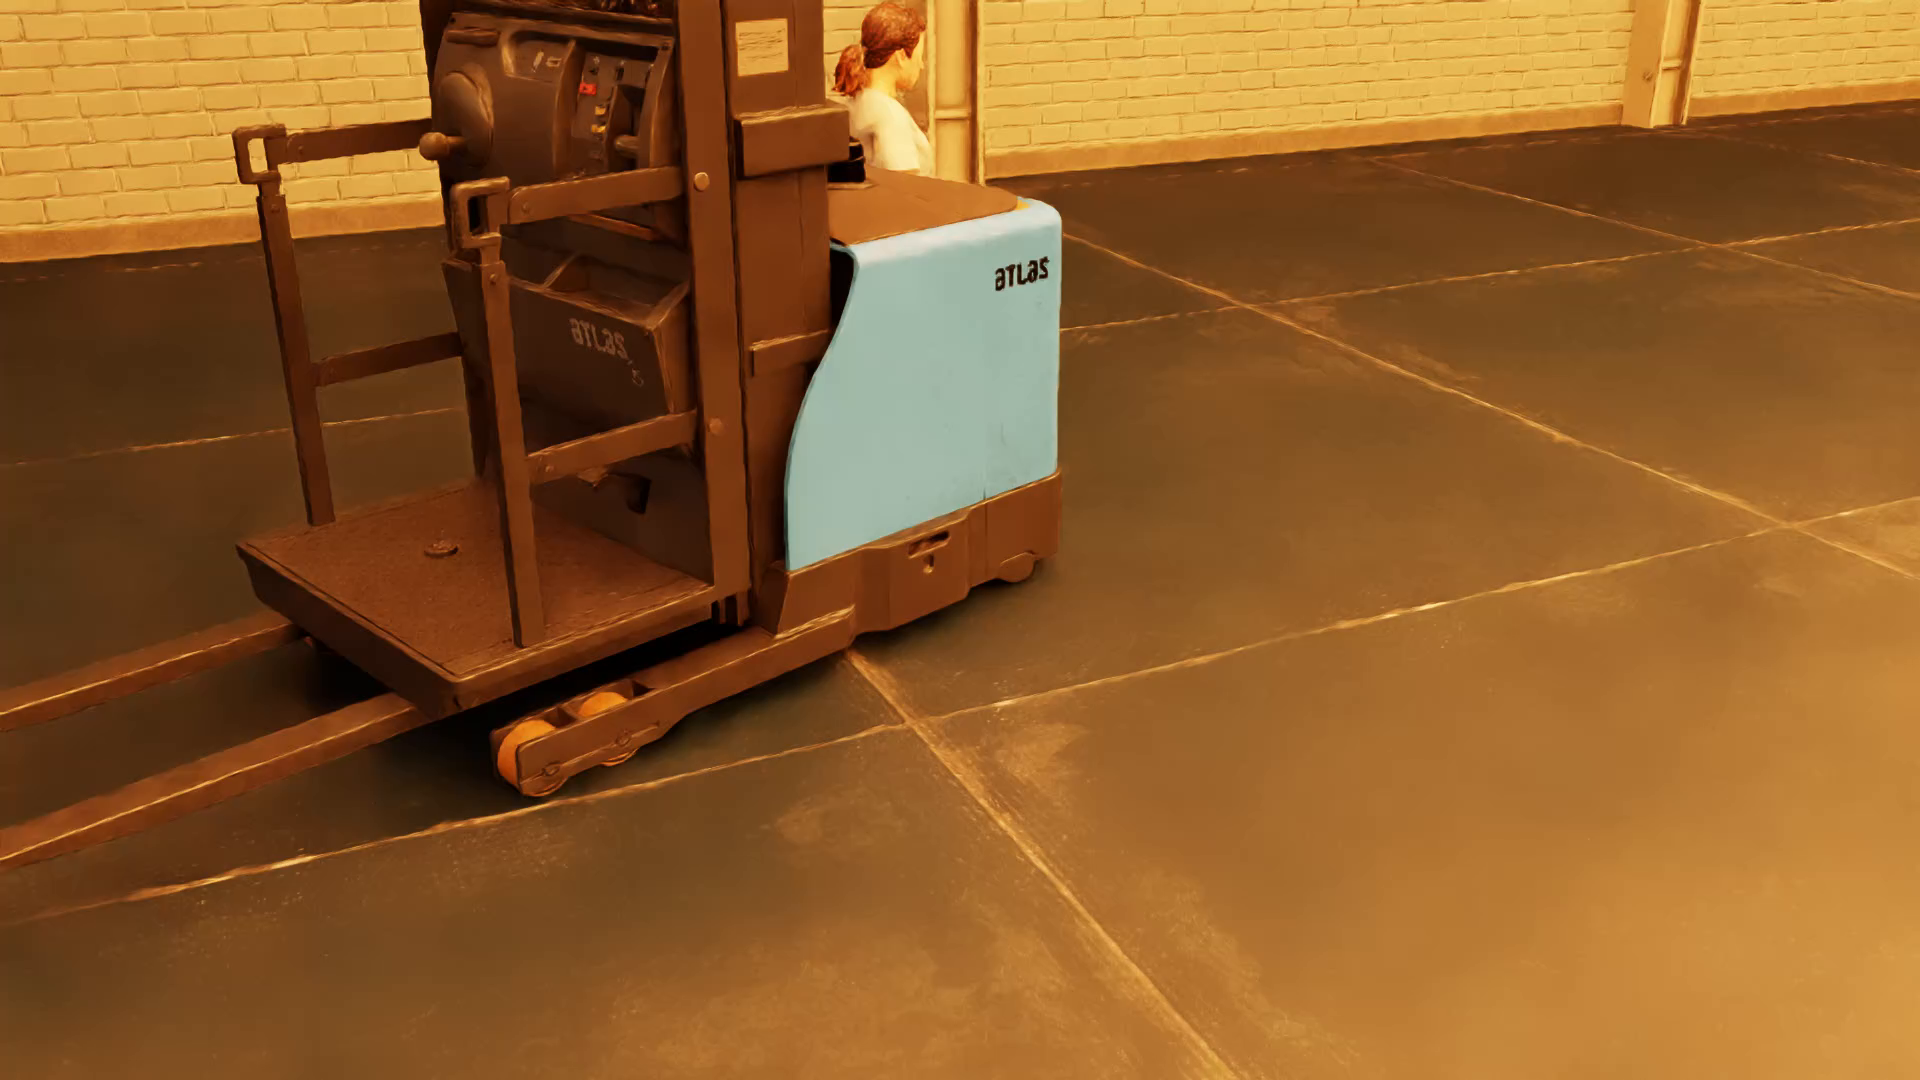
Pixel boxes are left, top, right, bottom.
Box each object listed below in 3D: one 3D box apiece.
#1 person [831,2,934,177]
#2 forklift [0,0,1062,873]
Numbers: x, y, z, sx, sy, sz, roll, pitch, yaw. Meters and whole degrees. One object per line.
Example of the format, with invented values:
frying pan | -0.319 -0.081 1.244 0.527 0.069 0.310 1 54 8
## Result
person | -0.194 -0.923 5.379 0.687 1.542 0.860 -8 24 -18
forklift | -1.102 -1.003 3.699 1.130 2.935 3.031 21 30 41
